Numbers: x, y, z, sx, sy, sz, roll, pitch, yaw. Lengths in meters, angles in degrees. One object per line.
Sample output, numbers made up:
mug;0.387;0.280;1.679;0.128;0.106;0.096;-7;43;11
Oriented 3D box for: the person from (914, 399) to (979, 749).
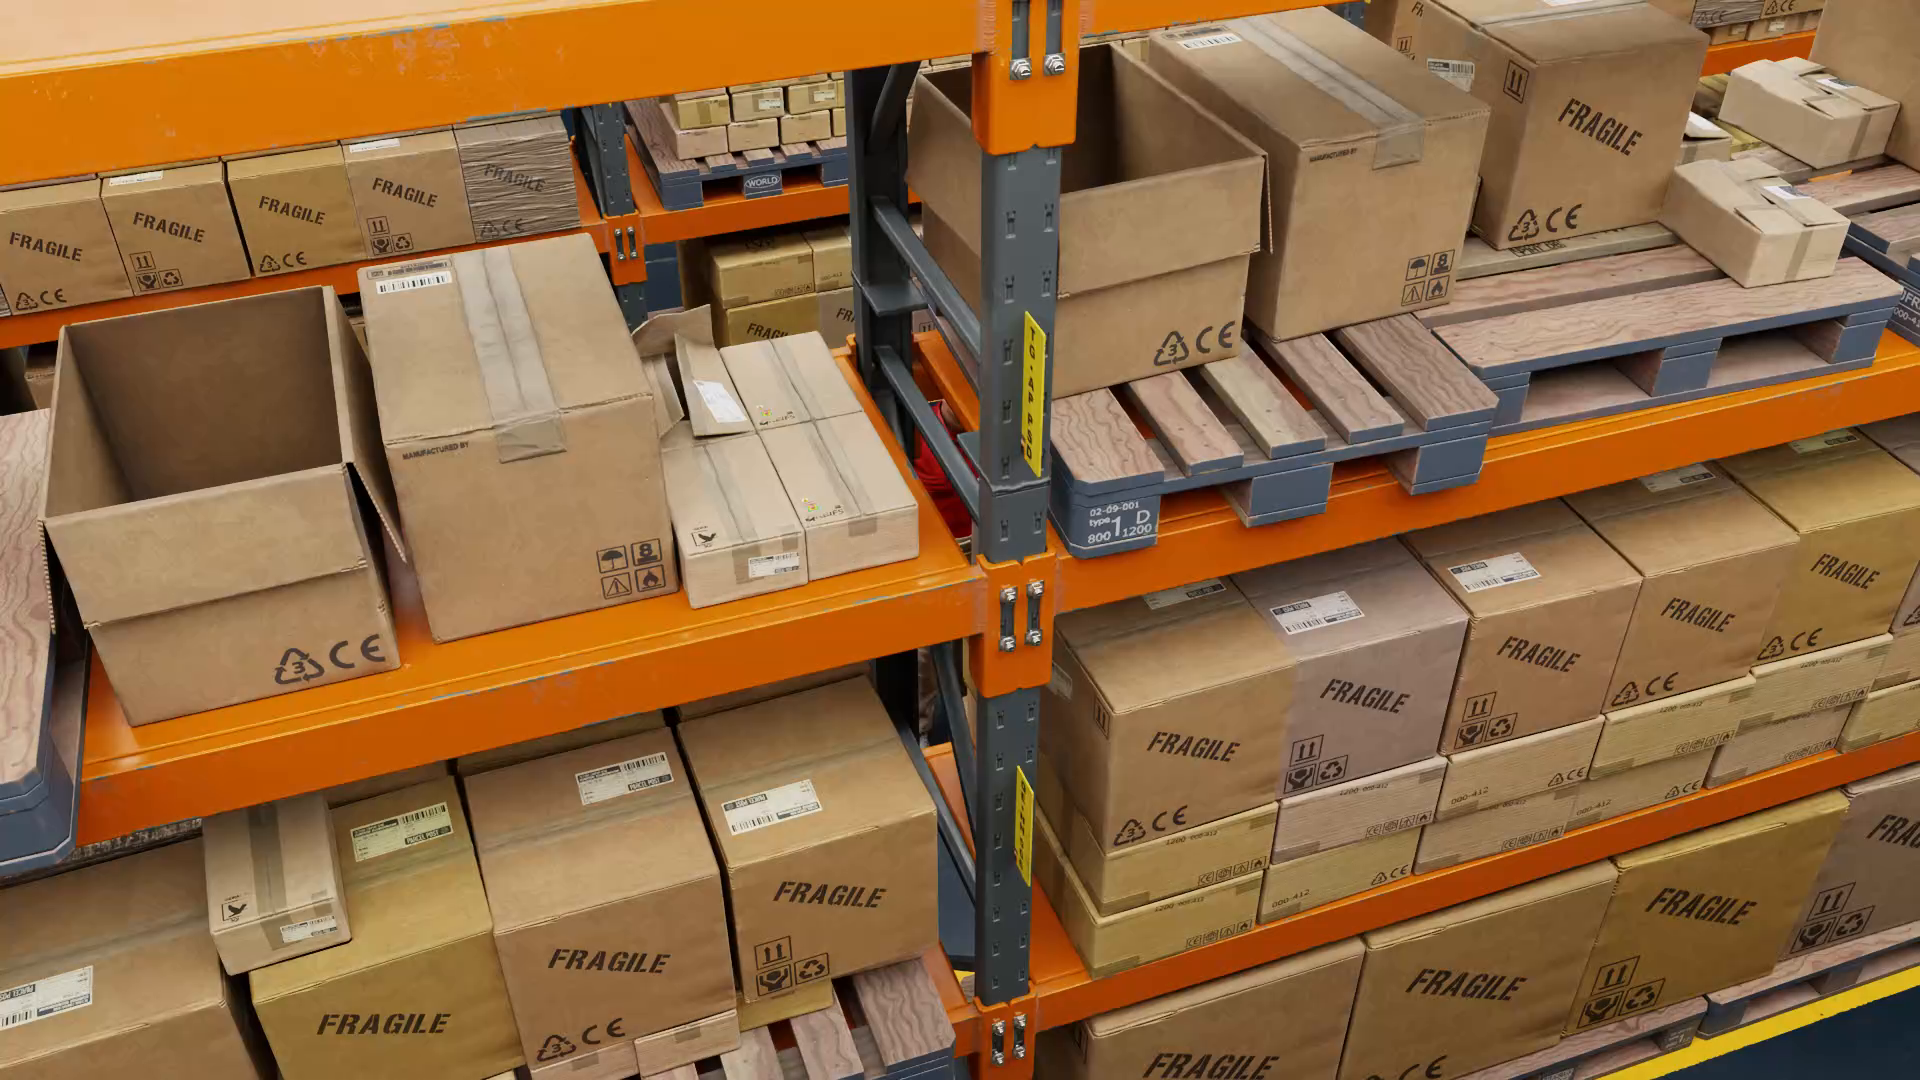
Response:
person;0.010;0.109;6.640;0.642;1.728;0.550;-12;39;-16
